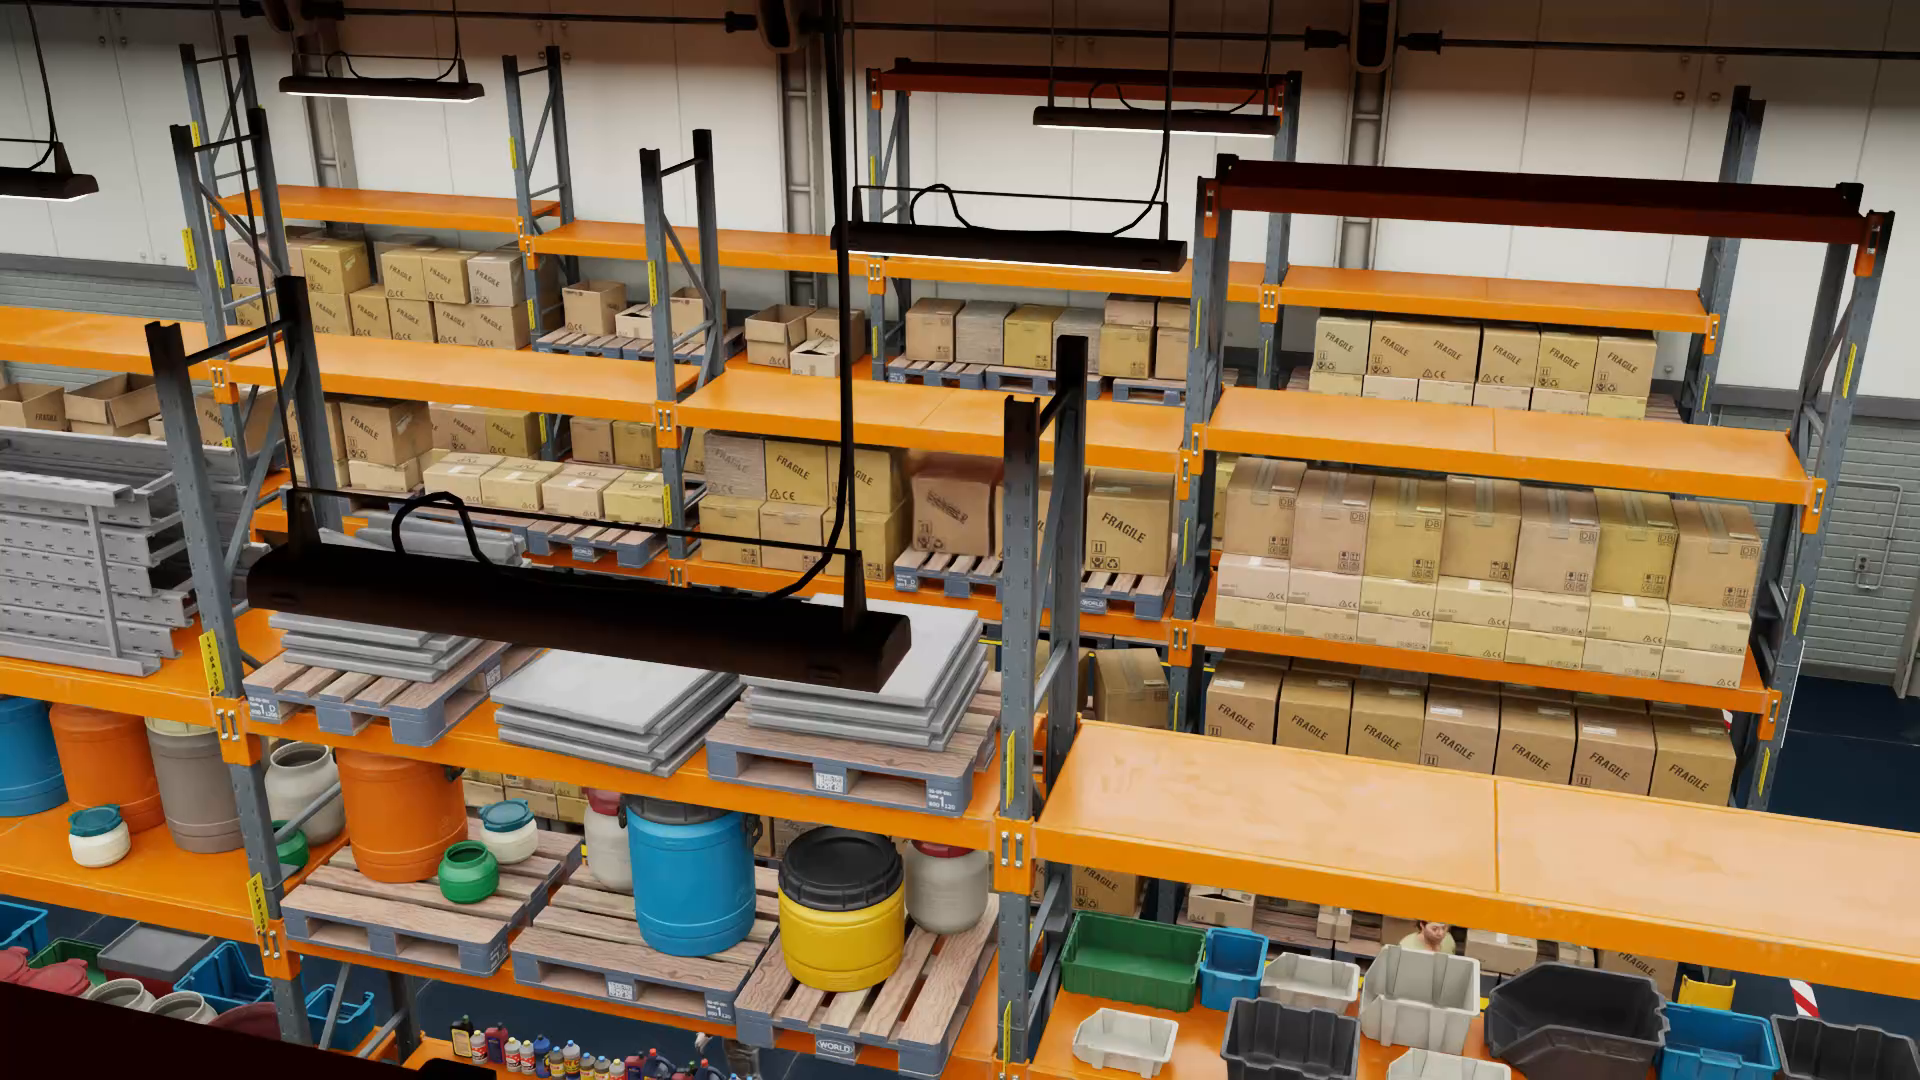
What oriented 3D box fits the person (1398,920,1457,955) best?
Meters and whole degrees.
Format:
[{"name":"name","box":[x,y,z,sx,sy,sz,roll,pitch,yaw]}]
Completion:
[{"name":"person","box":[3.063,3.112,11.079,0.473,1.671,0.459,-7,23,-15]}]

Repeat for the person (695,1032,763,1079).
[{"name":"person","box":[-1.430,3.160,10.881,0.593,1.822,0.630,12,25,27]}]
